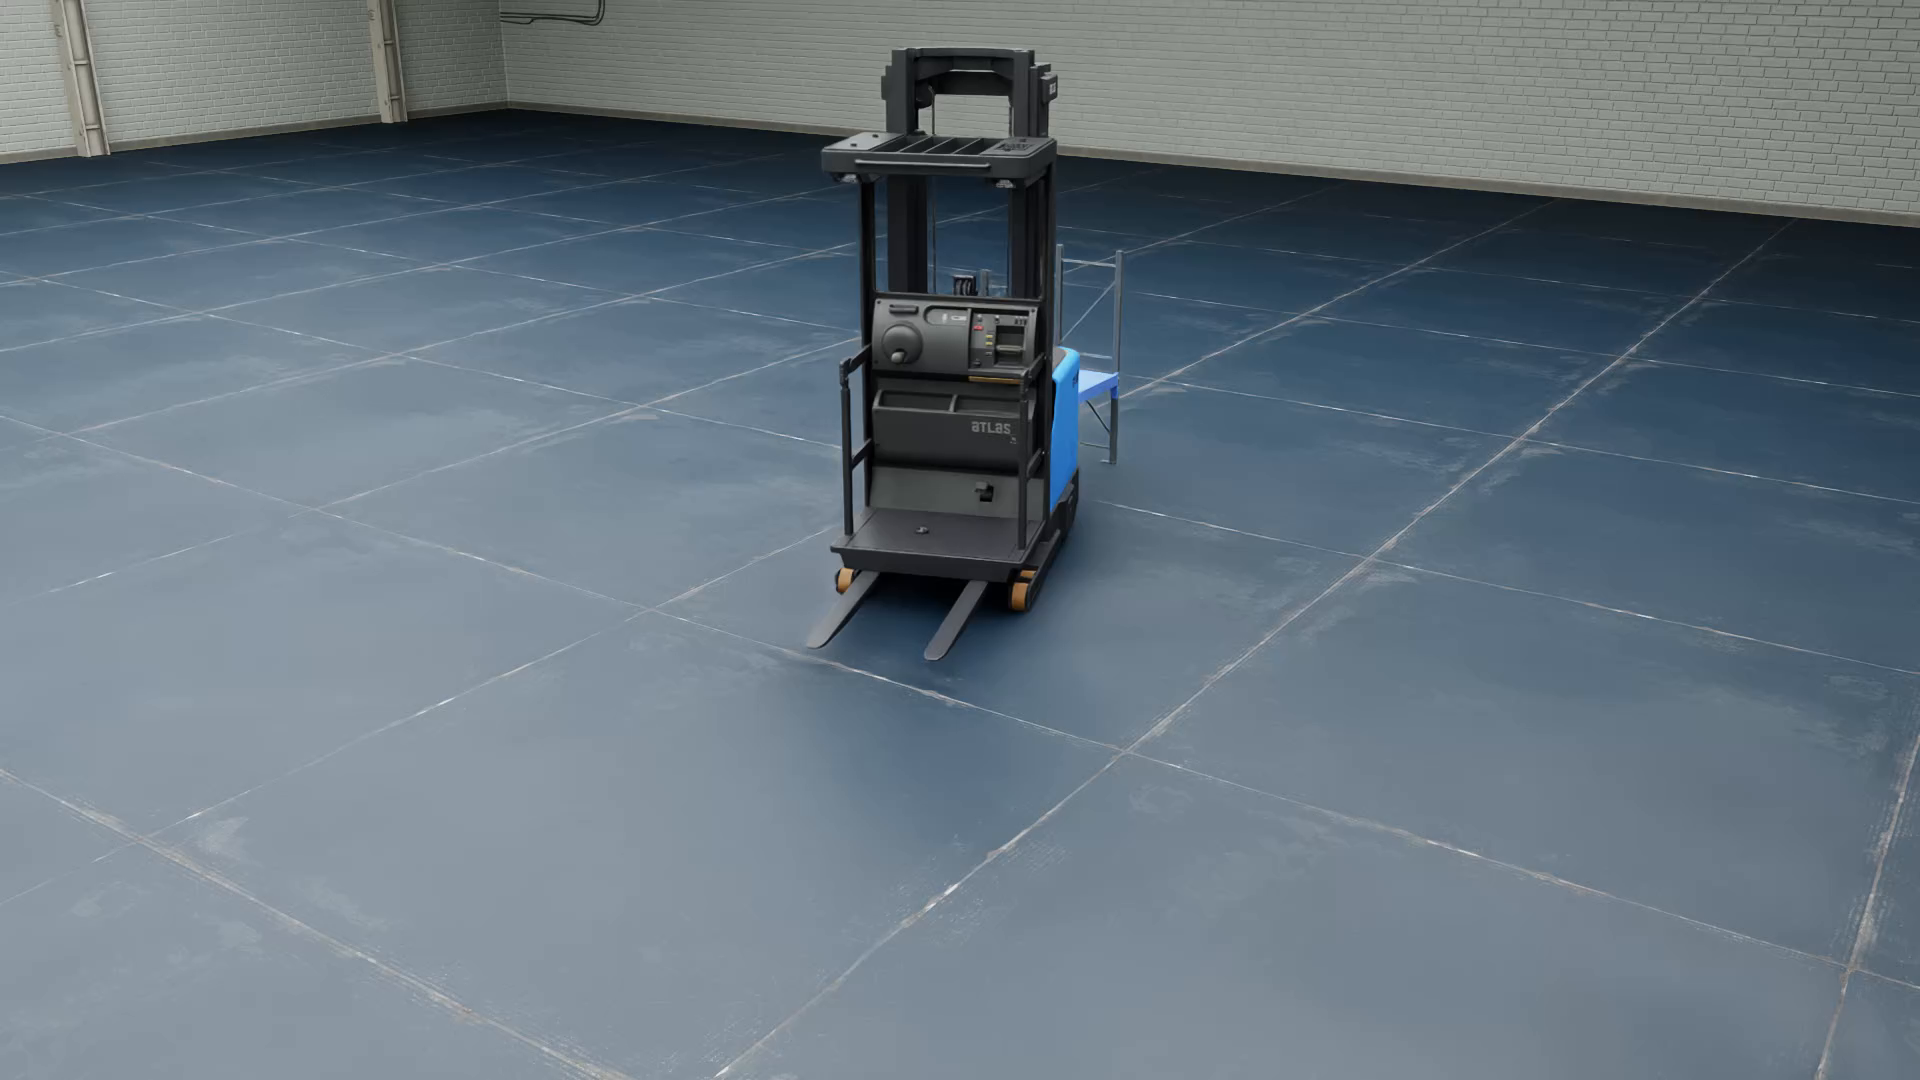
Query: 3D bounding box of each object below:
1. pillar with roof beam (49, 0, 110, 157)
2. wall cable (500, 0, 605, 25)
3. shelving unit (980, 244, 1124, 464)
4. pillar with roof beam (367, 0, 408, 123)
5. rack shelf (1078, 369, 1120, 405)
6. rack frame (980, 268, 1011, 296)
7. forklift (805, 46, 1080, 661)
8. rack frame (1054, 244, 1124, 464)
[{"bbox_3d":[-10.729,-9.734,23.609,9.100,9.000,0.400,13,24,32],"label":"pillar with roof beam"},{"bbox_3d":[-8.167,-11.426,32.660,3.097,2.526,0.112,13,24,32],"label":"wall cable"},{"bbox_3d":[0.617,-1.138,11.178,0.538,1.500,1.048,12,23,29],"label":"shelving unit"},{"bbox_3d":[-7.356,-11.456,28.263,9.100,9.000,0.400,13,24,32],"label":"pillar with roof beam"},{"bbox_3d":[0.617,-0.969,11.241,0.538,0.185,1.000,12,23,29],"label":"rack shelf"},{"bbox_3d":[0.351,-0.987,10.772,0.500,1.500,0.032,12,23,29],"label":"rack frame"},{"bbox_3d":[-0.080,-1.121,9.070,1.130,2.935,3.031,5,21,13],"label":"forklift"},{"bbox_3d":[0.883,-1.288,11.585,0.500,1.500,0.032,12,23,29],"label":"rack frame"}]
